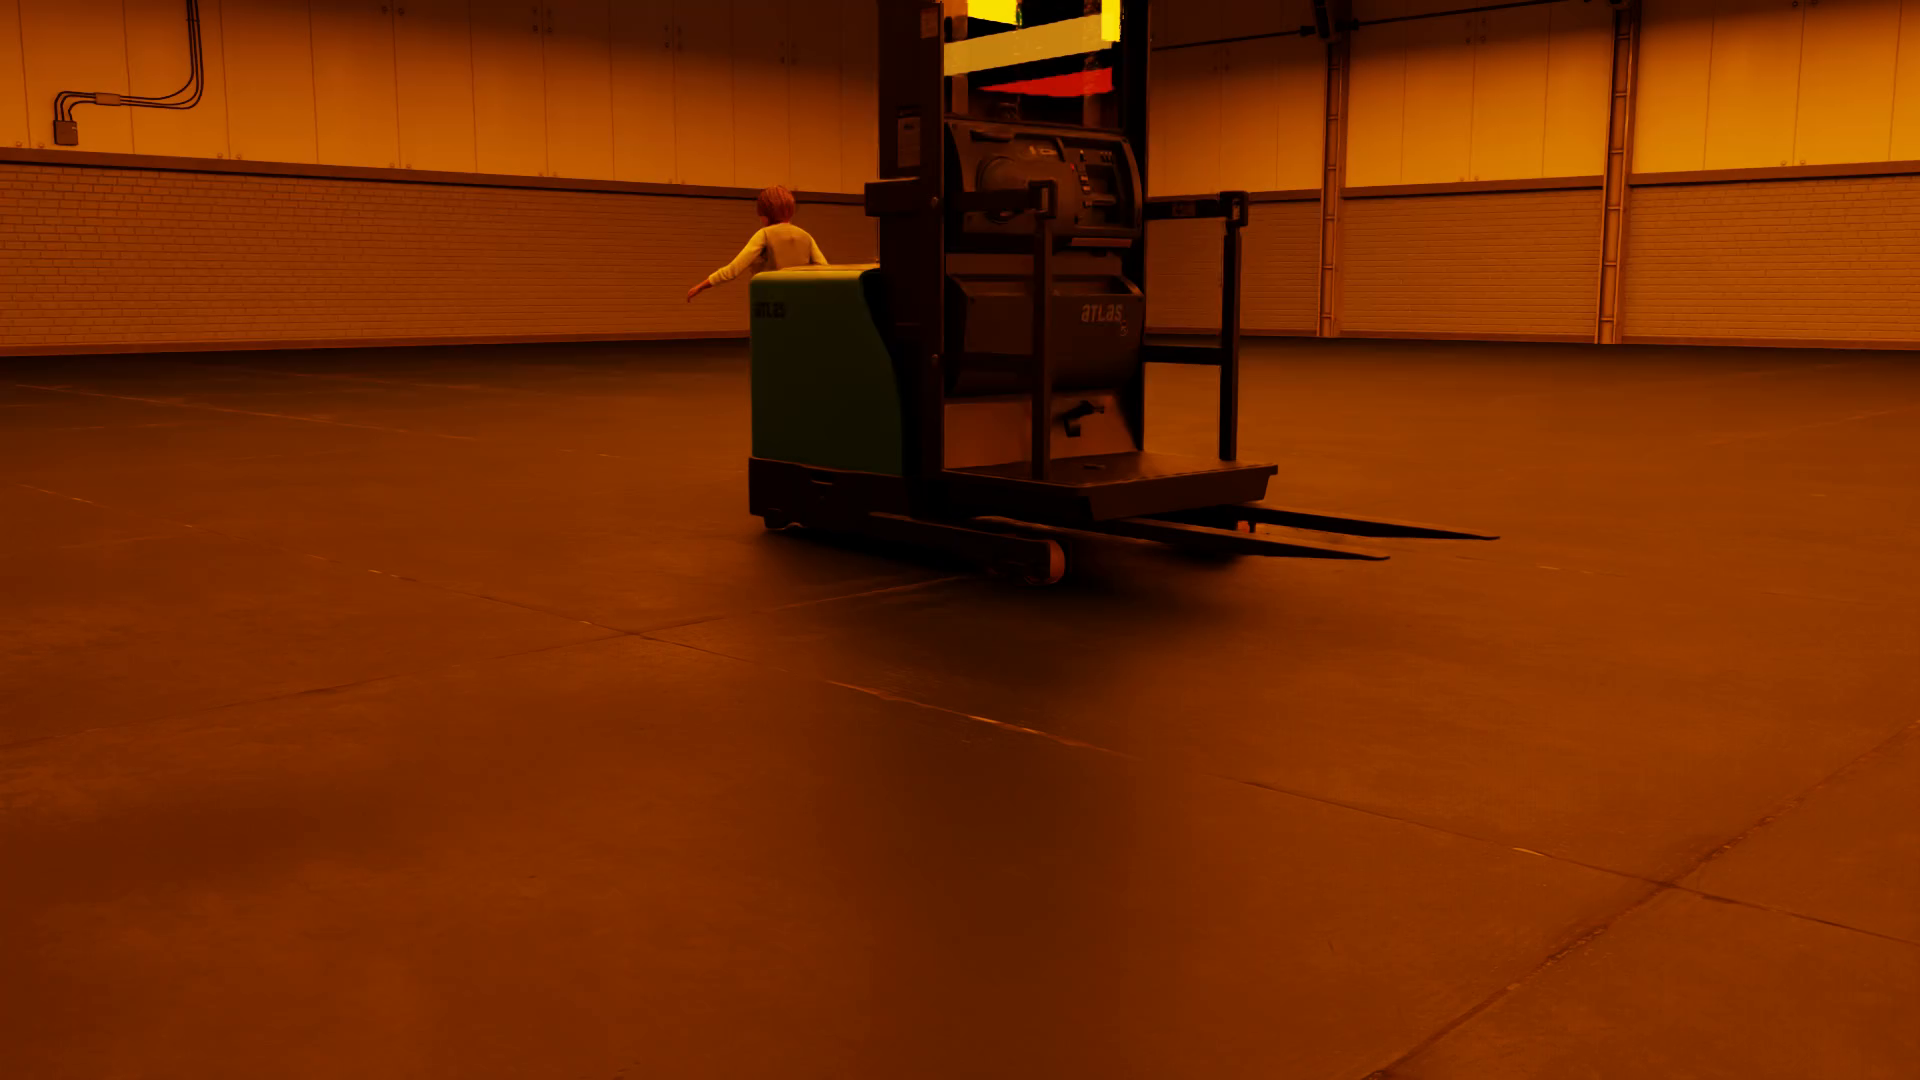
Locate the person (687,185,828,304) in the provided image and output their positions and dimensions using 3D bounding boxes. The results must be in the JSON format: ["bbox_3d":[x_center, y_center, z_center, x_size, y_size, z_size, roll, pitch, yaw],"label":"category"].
[{"bbox_3d":[-0.998,-1.170,9.264,0.822,1.579,0.708,-8,12,-42],"label":"person"}]

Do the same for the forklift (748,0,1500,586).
[{"bbox_3d":[0.468,-1.376,6.014,1.130,2.935,3.031,-8,11,-41],"label":"forklift"}]
